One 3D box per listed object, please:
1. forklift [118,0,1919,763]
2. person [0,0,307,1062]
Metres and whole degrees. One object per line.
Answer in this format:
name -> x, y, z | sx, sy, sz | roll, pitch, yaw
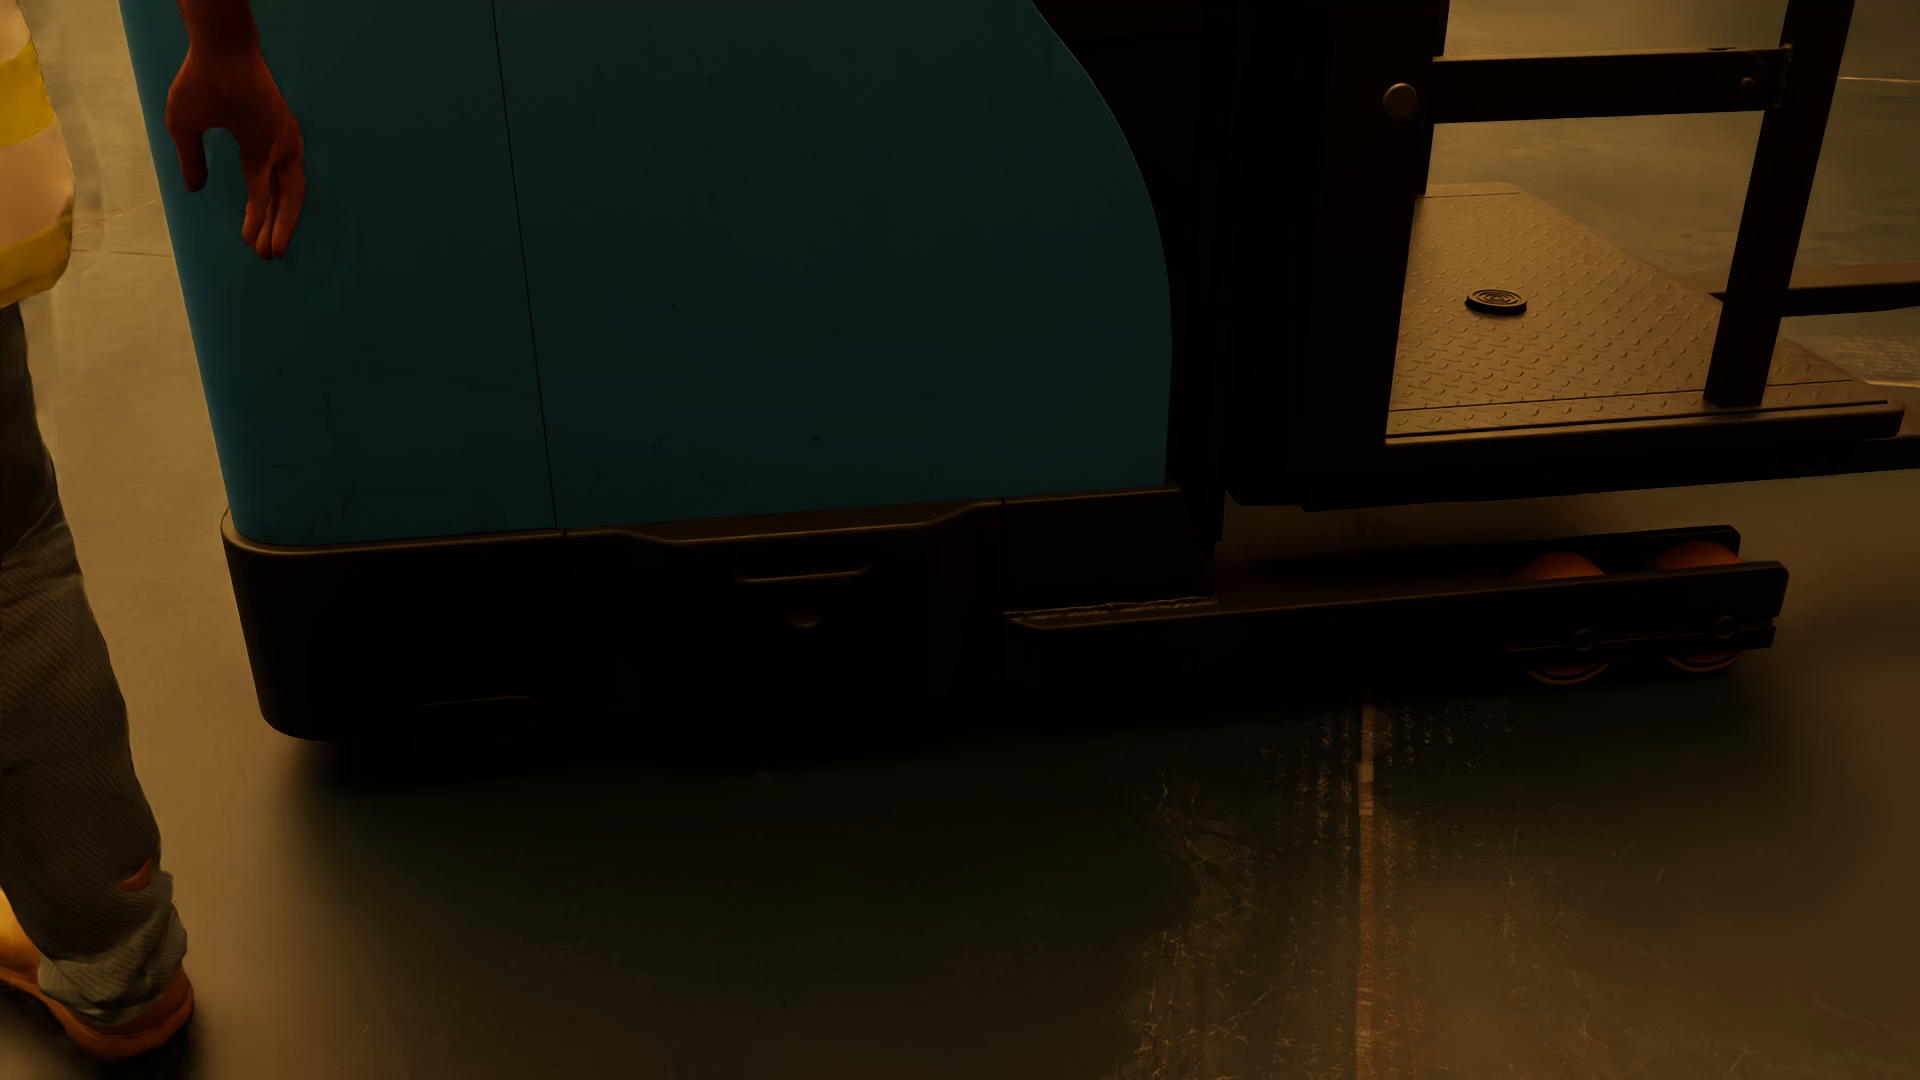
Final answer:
forklift -> 0.600, -1.354, 1.930 | 3.031, 2.935, 1.130 | -4, 27, -9
person -> -0.793, -0.221, 1.126 | 0.853, 1.650, 0.794 | 9, 28, 17
